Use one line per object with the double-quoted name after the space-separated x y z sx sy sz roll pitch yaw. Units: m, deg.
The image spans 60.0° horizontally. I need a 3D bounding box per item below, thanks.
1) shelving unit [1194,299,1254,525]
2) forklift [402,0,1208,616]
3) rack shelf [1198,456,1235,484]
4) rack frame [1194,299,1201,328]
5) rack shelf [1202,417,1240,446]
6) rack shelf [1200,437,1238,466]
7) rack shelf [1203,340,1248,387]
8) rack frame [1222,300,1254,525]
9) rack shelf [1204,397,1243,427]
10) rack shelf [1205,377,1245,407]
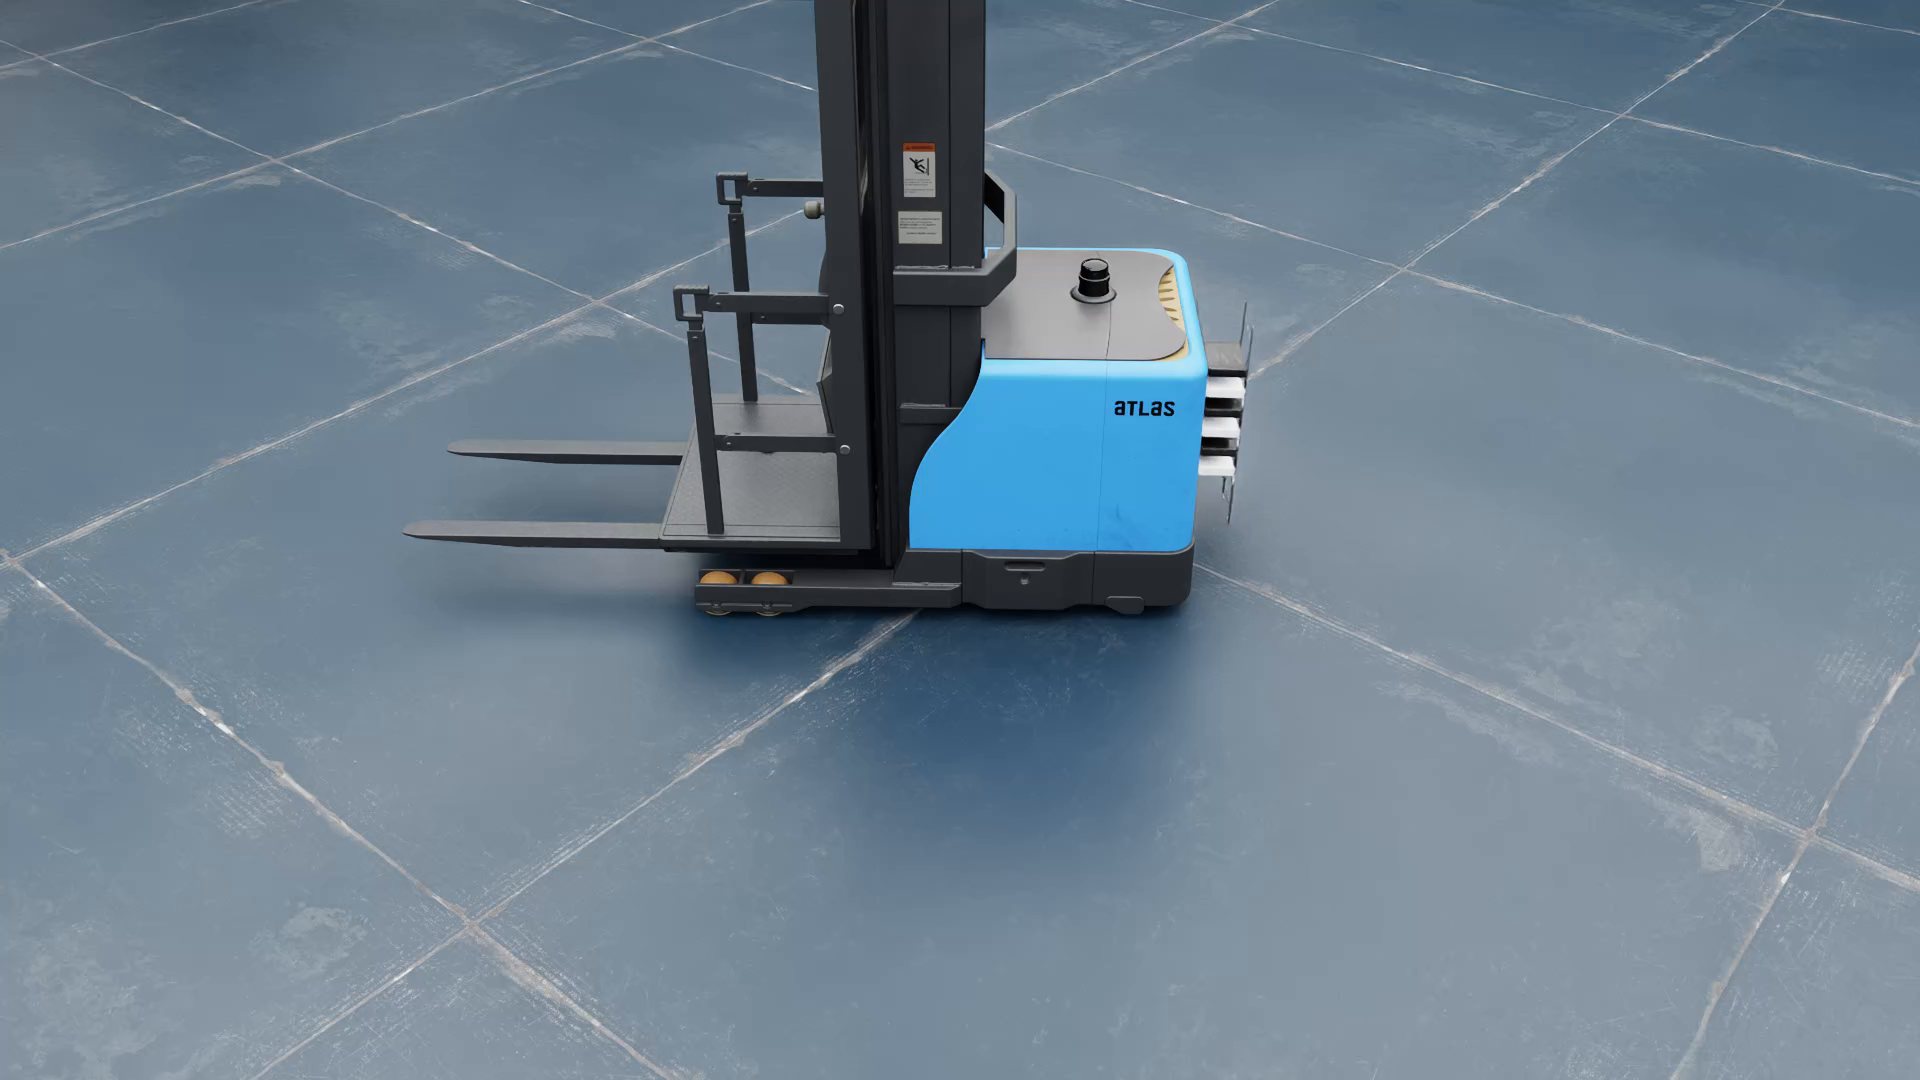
1.012 -0.504 6.687 0.210 0.900 0.258 1 34 1 "shelving unit"
-0.626 -1.218 5.934 3.031 2.935 1.130 1 34 1 "forklift"
1.010 -0.328 6.808 0.200 0.077 0.258 1 34 1 "rack shelf"
0.911 -0.507 6.688 0.006 0.900 0.240 1 34 1 "rack frame"
1.012 -0.477 6.706 0.200 0.077 0.258 1 34 1 "rack shelf"
1.011 -0.403 6.757 0.200 0.077 0.258 1 34 1 "rack shelf"
1.015 -0.699 6.553 0.200 0.077 0.258 1 34 1 "rack shelf"
1.114 -0.502 6.686 0.006 0.900 0.240 1 34 1 "rack frame"
1.013 -0.551 6.655 0.200 0.077 0.258 1 34 1 "rack shelf"
1.014 -0.625 6.604 0.200 0.077 0.258 1 34 1 "rack shelf"
